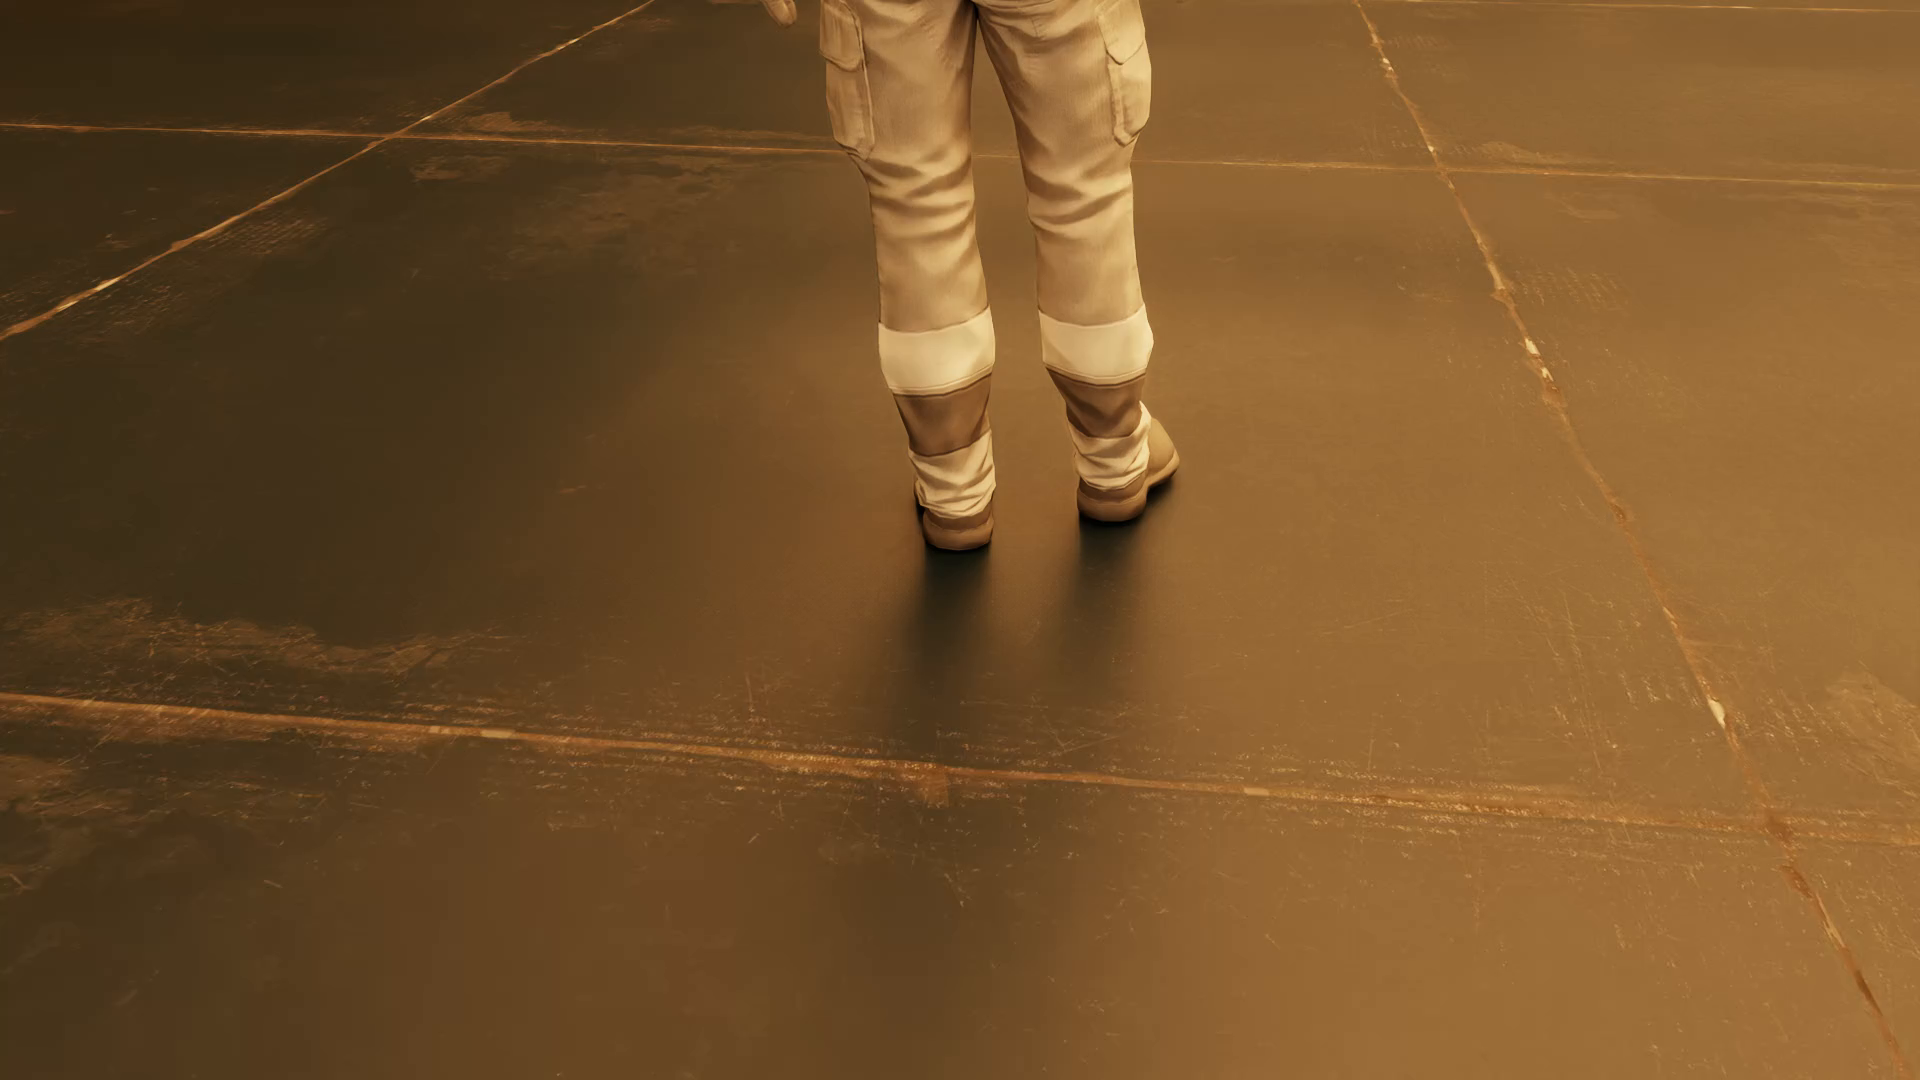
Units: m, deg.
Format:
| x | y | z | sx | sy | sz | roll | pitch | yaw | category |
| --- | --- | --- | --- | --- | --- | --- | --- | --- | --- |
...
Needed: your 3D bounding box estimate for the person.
| x | y | z | sx | sy | sz | roll | pitch | yaw | category |
| --- | --- | --- | --- | --- | --- | --- | --- | --- | --- |
| 0.023 | -0.842 | 2.168 | 0.637 | 1.790 | 0.562 | 3 | 27 | 7 | person |
